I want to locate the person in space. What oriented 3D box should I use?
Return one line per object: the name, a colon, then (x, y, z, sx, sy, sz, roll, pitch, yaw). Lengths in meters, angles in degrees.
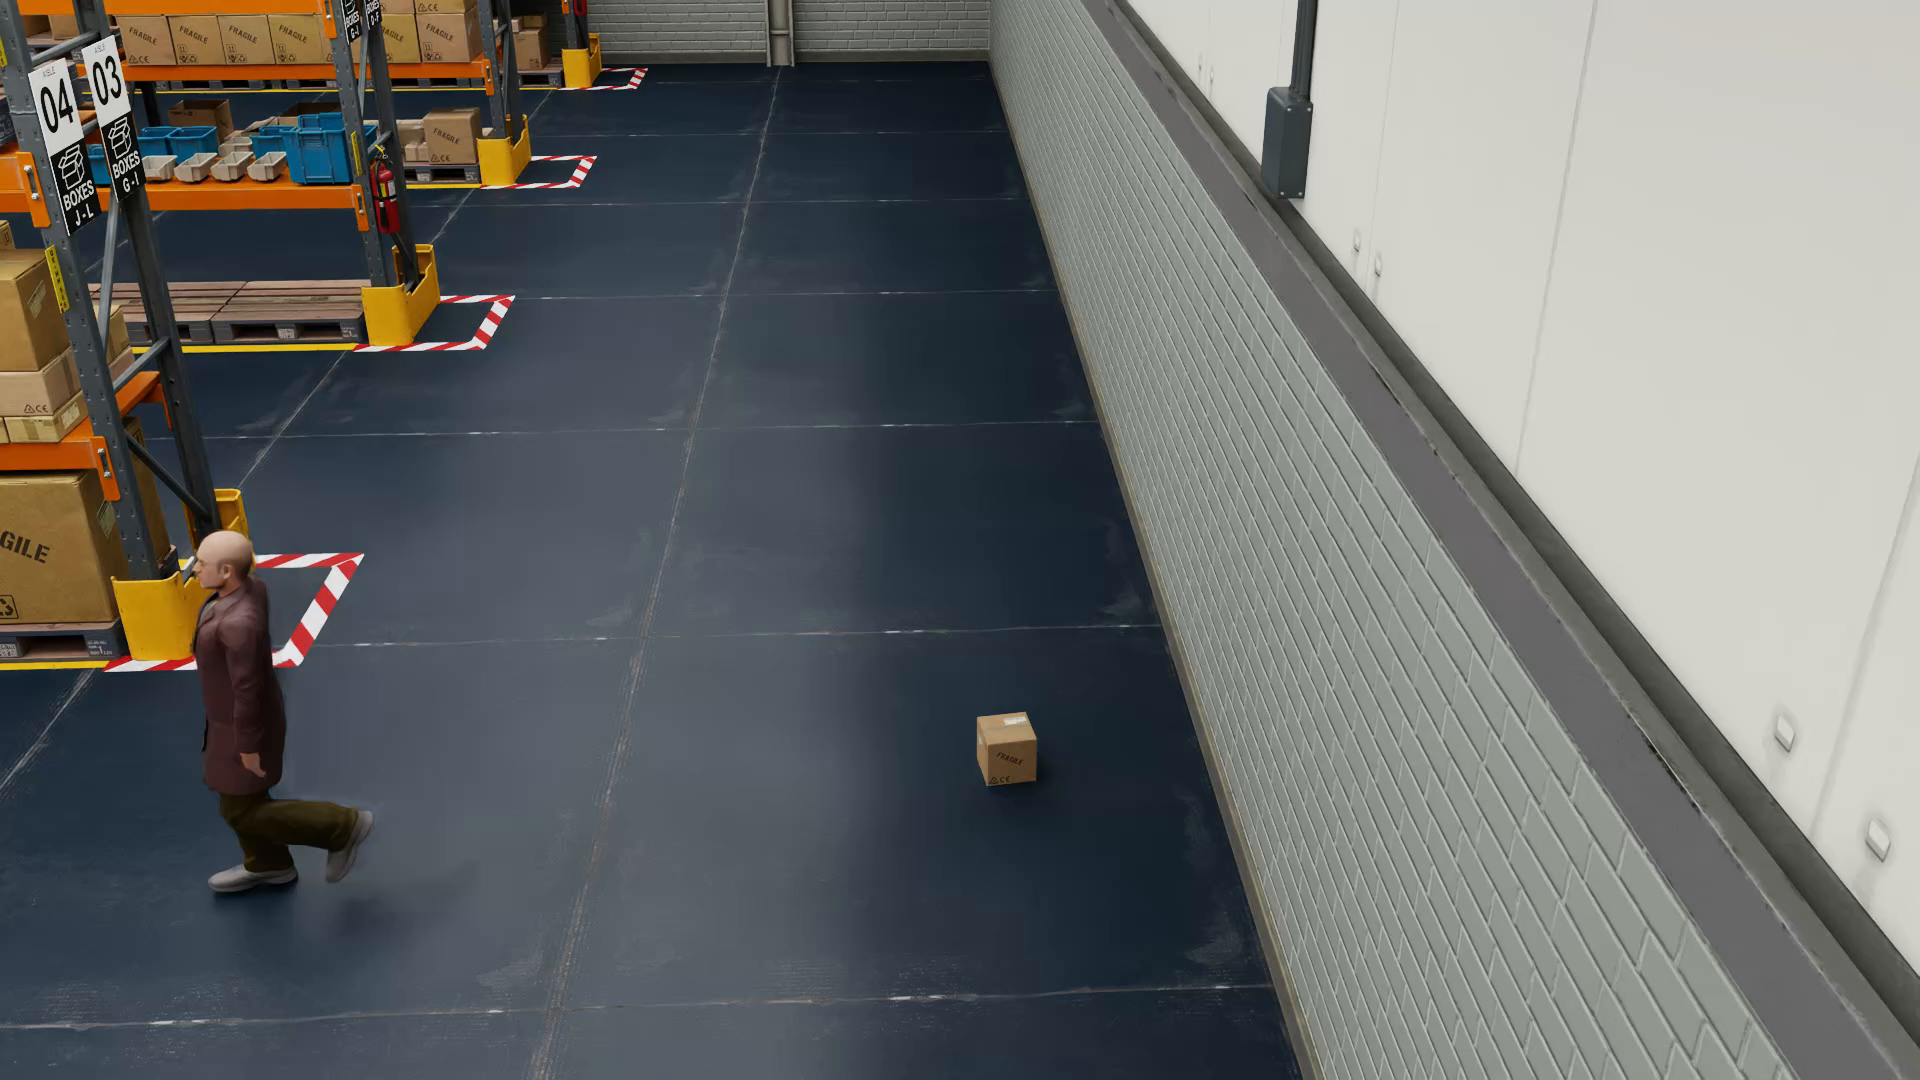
person: (-2.990, 0.766, 7.108, 0.740, 1.762, 0.574, -10, 29, -19)
